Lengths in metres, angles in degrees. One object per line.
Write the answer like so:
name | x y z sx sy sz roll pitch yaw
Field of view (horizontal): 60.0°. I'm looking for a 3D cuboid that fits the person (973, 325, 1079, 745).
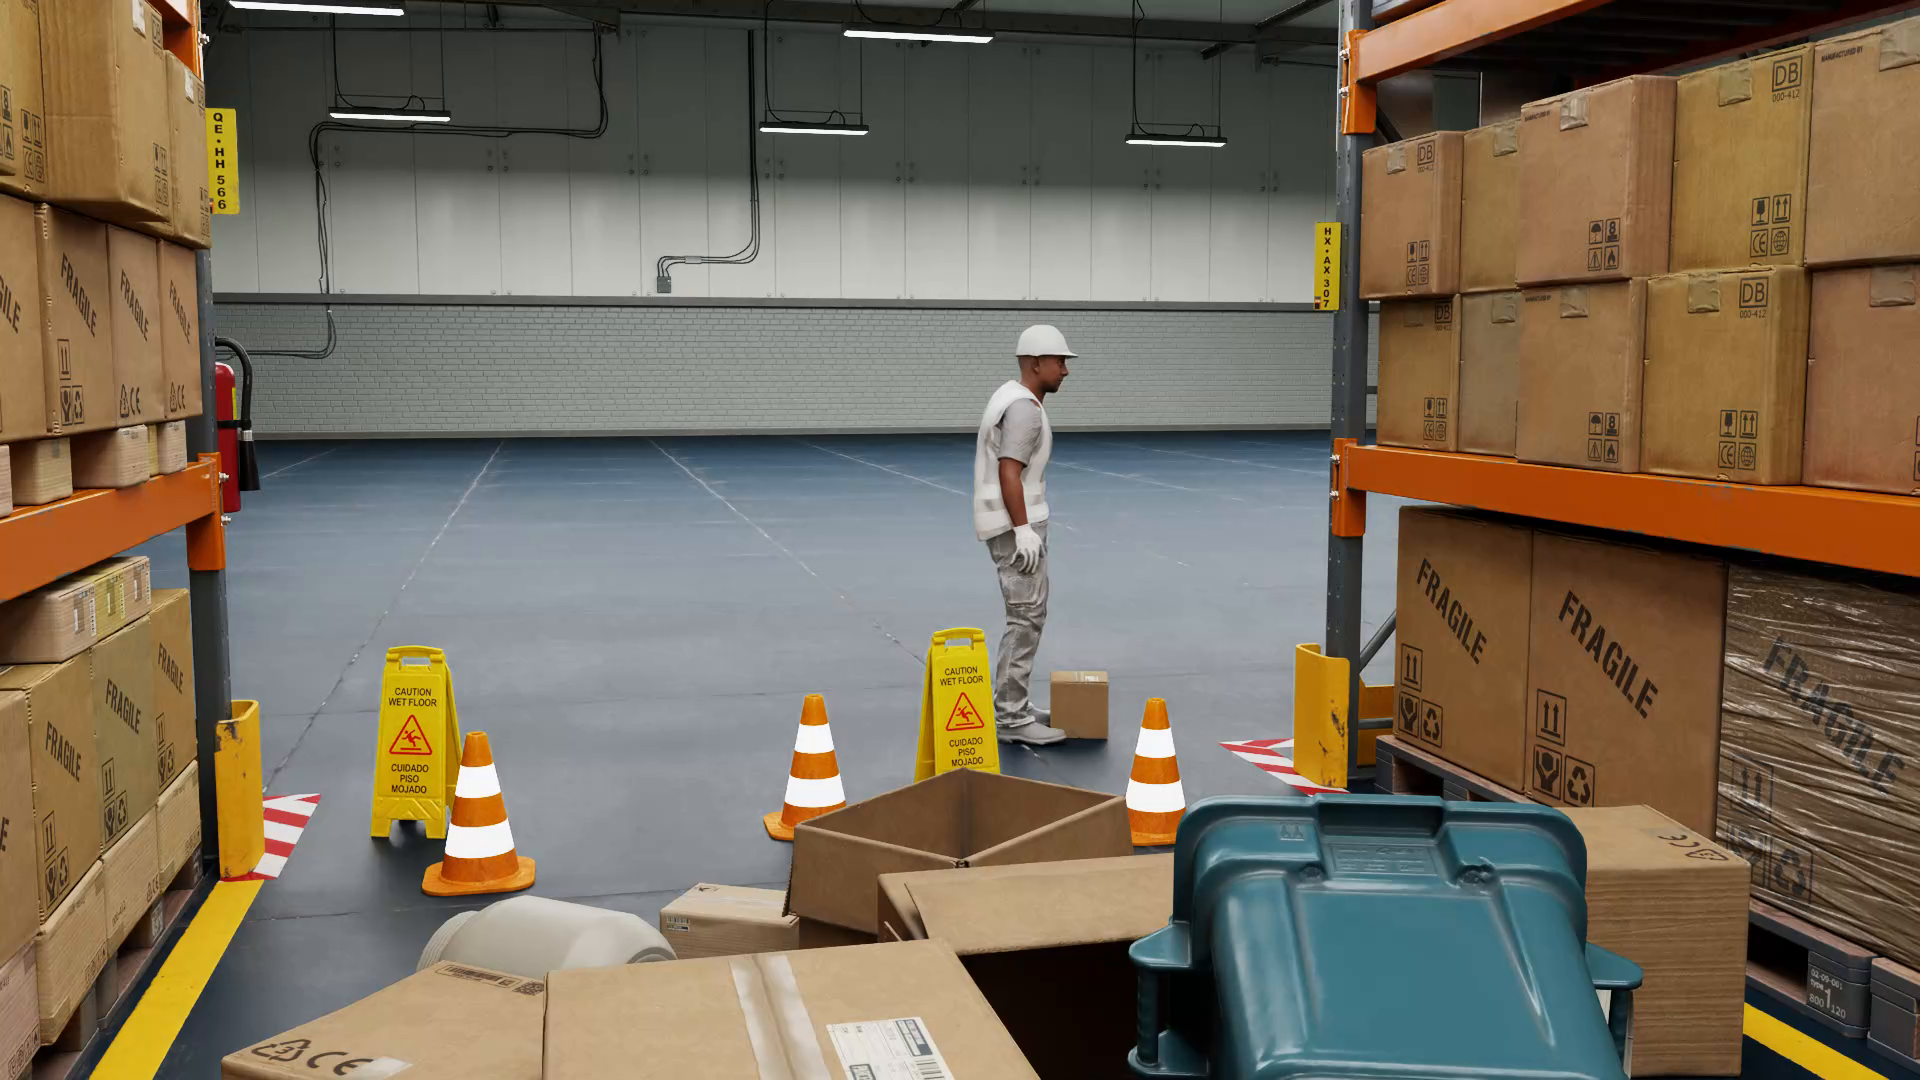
person | 0.283 -0.036 7.193 0.451 1.773 0.615 0 6 4
